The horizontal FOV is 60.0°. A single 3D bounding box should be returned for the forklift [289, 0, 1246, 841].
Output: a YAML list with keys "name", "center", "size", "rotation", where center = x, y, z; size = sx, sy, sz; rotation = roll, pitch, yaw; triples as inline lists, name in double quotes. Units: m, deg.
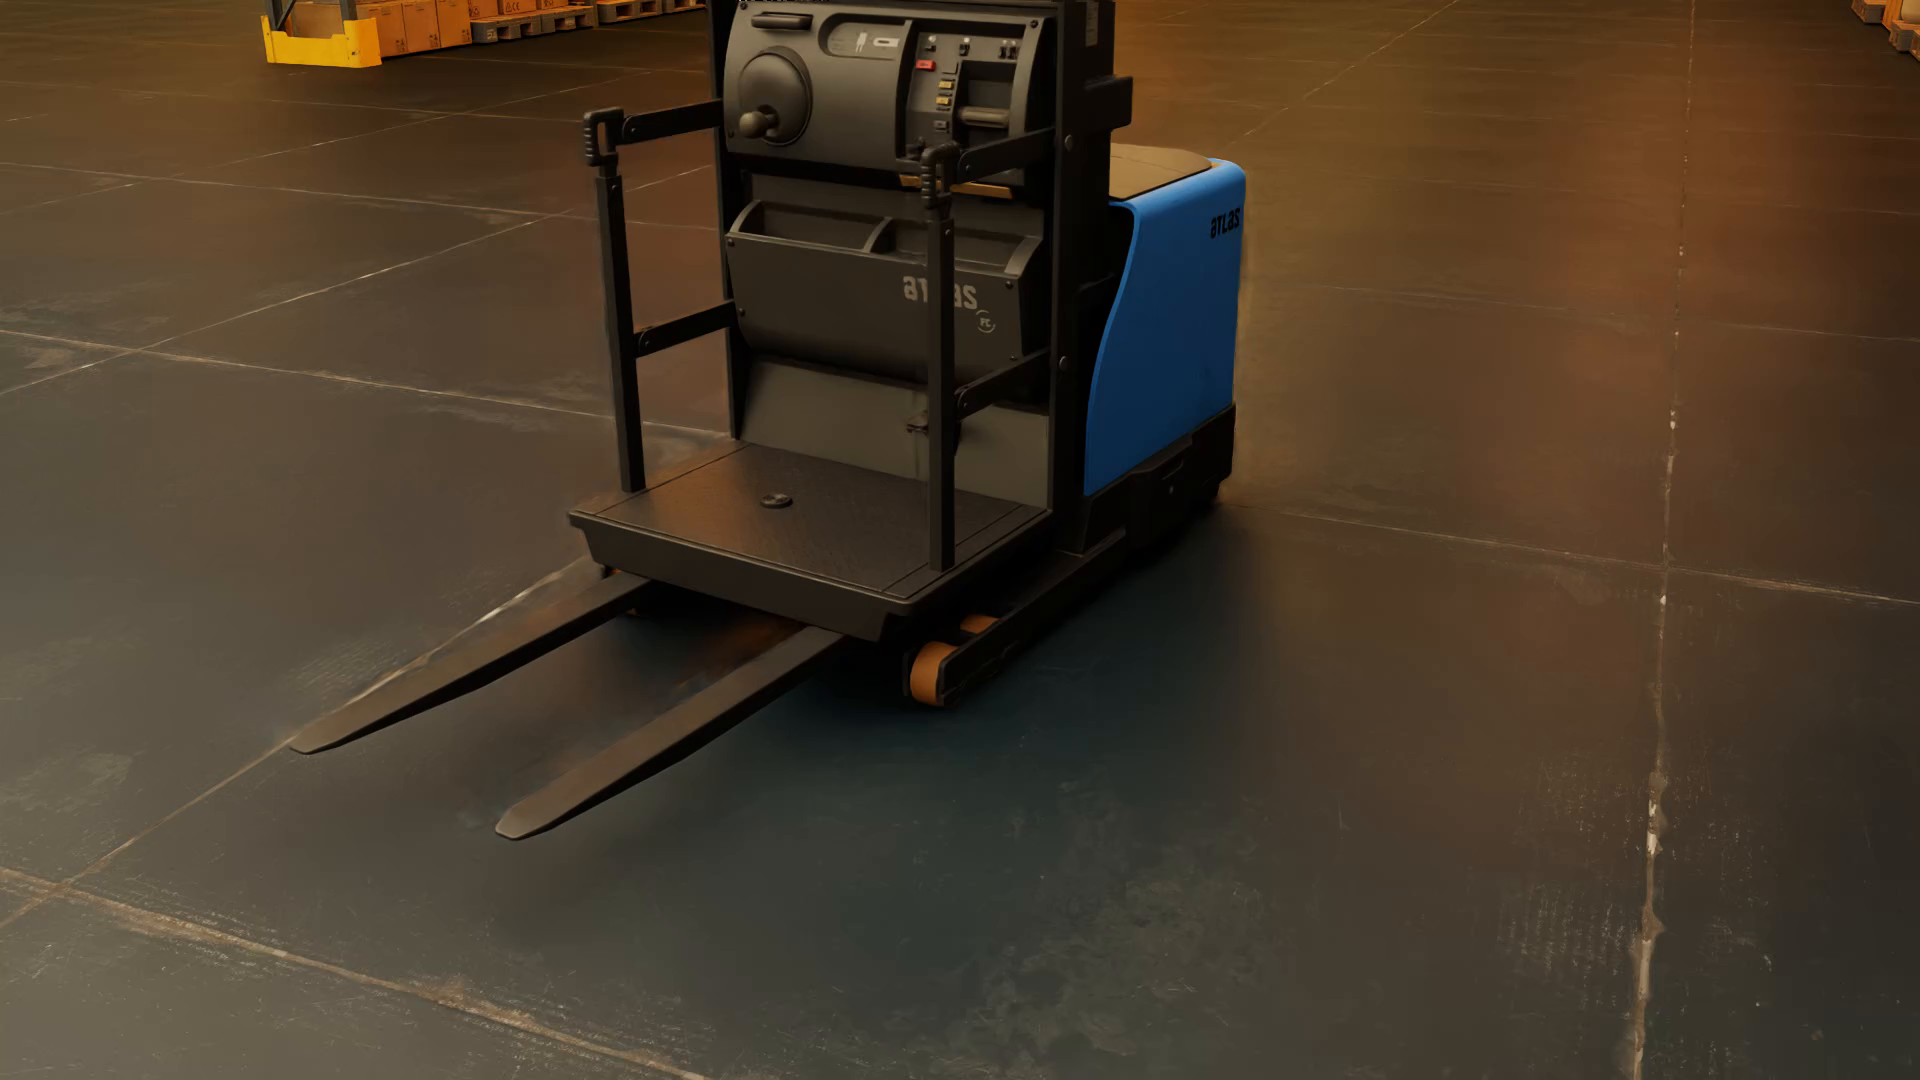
- name: "forklift"
  center: [-0.321, -1.141, 4.022]
  size: [1.130, 2.935, 3.031]
  rotation: [14, 26, 29]
